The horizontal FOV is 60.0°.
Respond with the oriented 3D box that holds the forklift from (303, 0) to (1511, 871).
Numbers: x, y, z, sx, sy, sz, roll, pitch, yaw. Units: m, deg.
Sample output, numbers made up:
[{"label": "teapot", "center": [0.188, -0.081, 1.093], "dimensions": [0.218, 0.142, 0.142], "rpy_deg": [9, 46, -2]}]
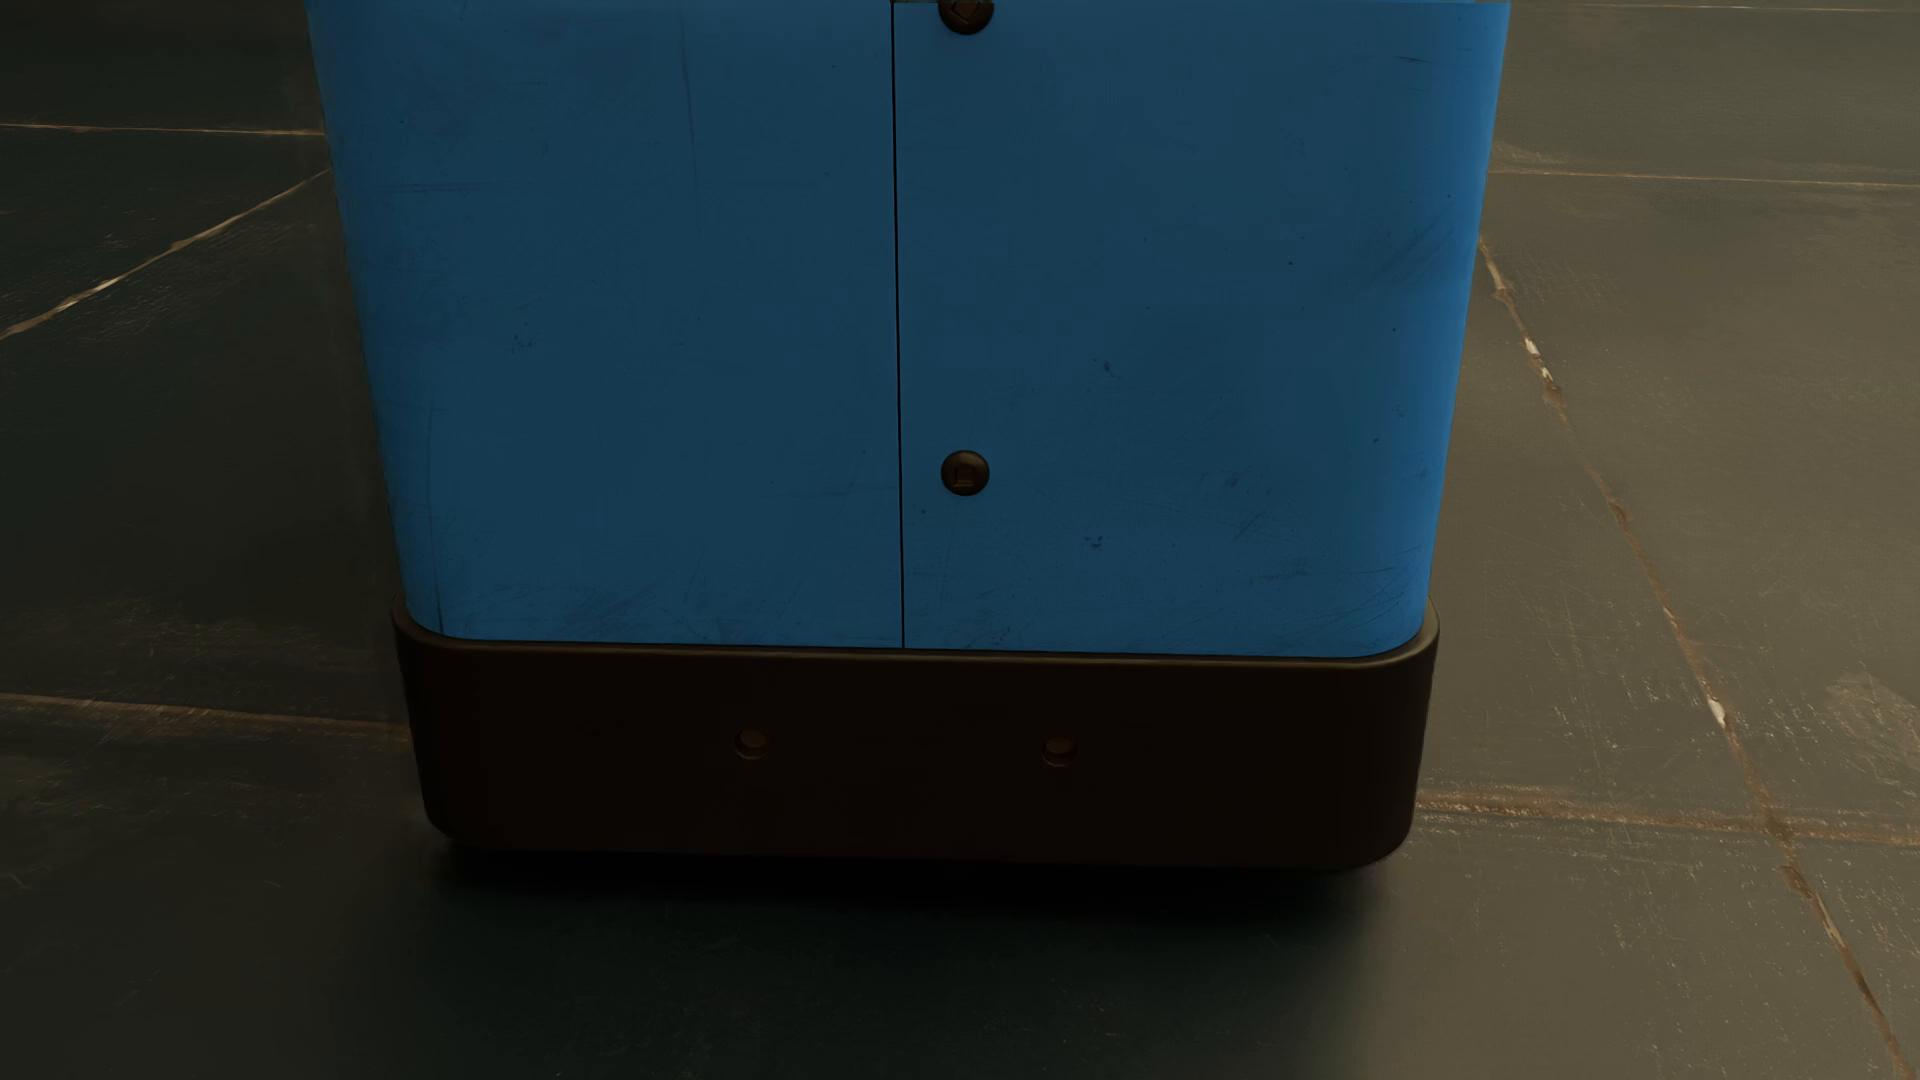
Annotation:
[{"label": "forklift", "center": [0.009, -1.597, 2.419], "dimensions": [1.130, 2.935, 3.031], "rpy_deg": [1, 27, 2]}]
